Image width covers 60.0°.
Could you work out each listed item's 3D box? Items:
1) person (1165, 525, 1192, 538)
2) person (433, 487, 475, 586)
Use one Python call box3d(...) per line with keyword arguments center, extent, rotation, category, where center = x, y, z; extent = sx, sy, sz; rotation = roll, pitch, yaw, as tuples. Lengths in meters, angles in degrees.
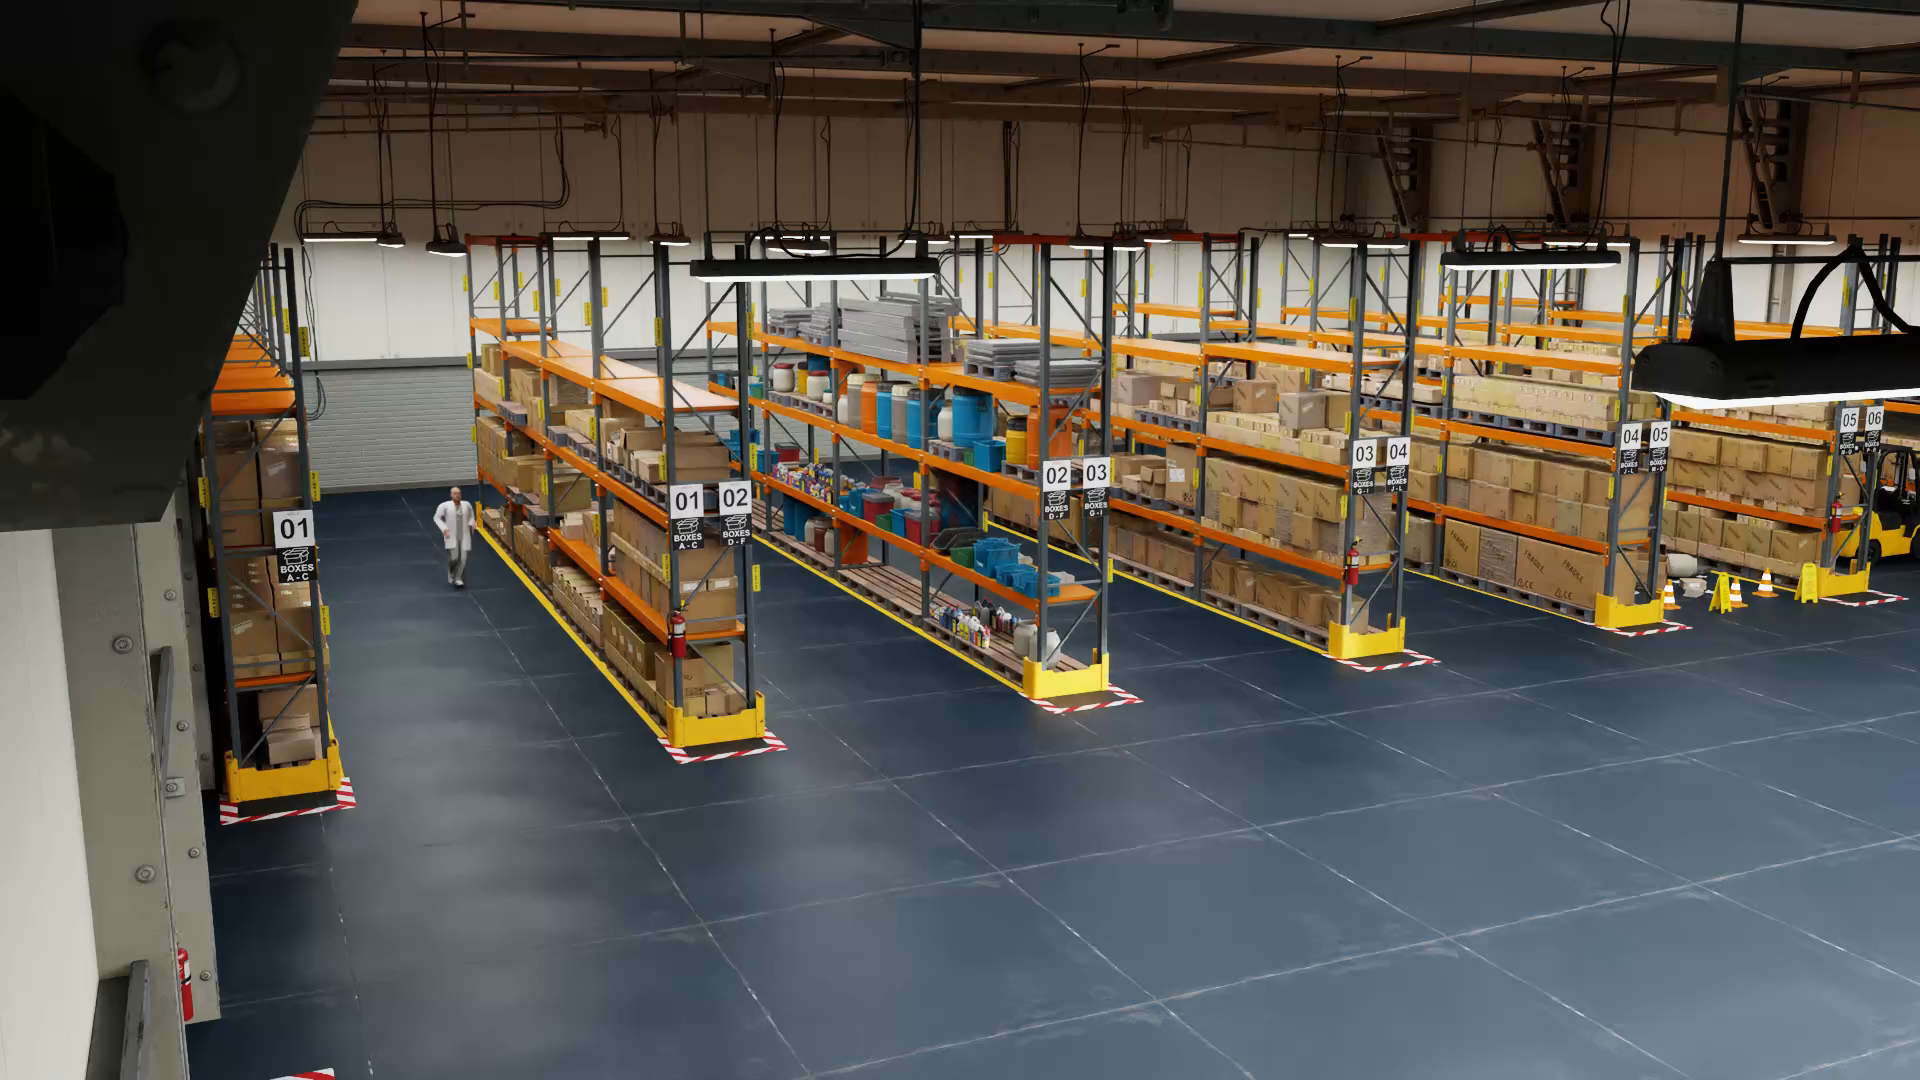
box3d(center=(4.292, -0.749, 32.333), extent=(0.684, 1.847, 0.930), rotation=(-5, 12, -24), category="person")
box3d(center=(-8.698, -0.044, 28.782), extent=(0.690, 1.721, 0.616), rotation=(-7, 13, -31), category="person")
